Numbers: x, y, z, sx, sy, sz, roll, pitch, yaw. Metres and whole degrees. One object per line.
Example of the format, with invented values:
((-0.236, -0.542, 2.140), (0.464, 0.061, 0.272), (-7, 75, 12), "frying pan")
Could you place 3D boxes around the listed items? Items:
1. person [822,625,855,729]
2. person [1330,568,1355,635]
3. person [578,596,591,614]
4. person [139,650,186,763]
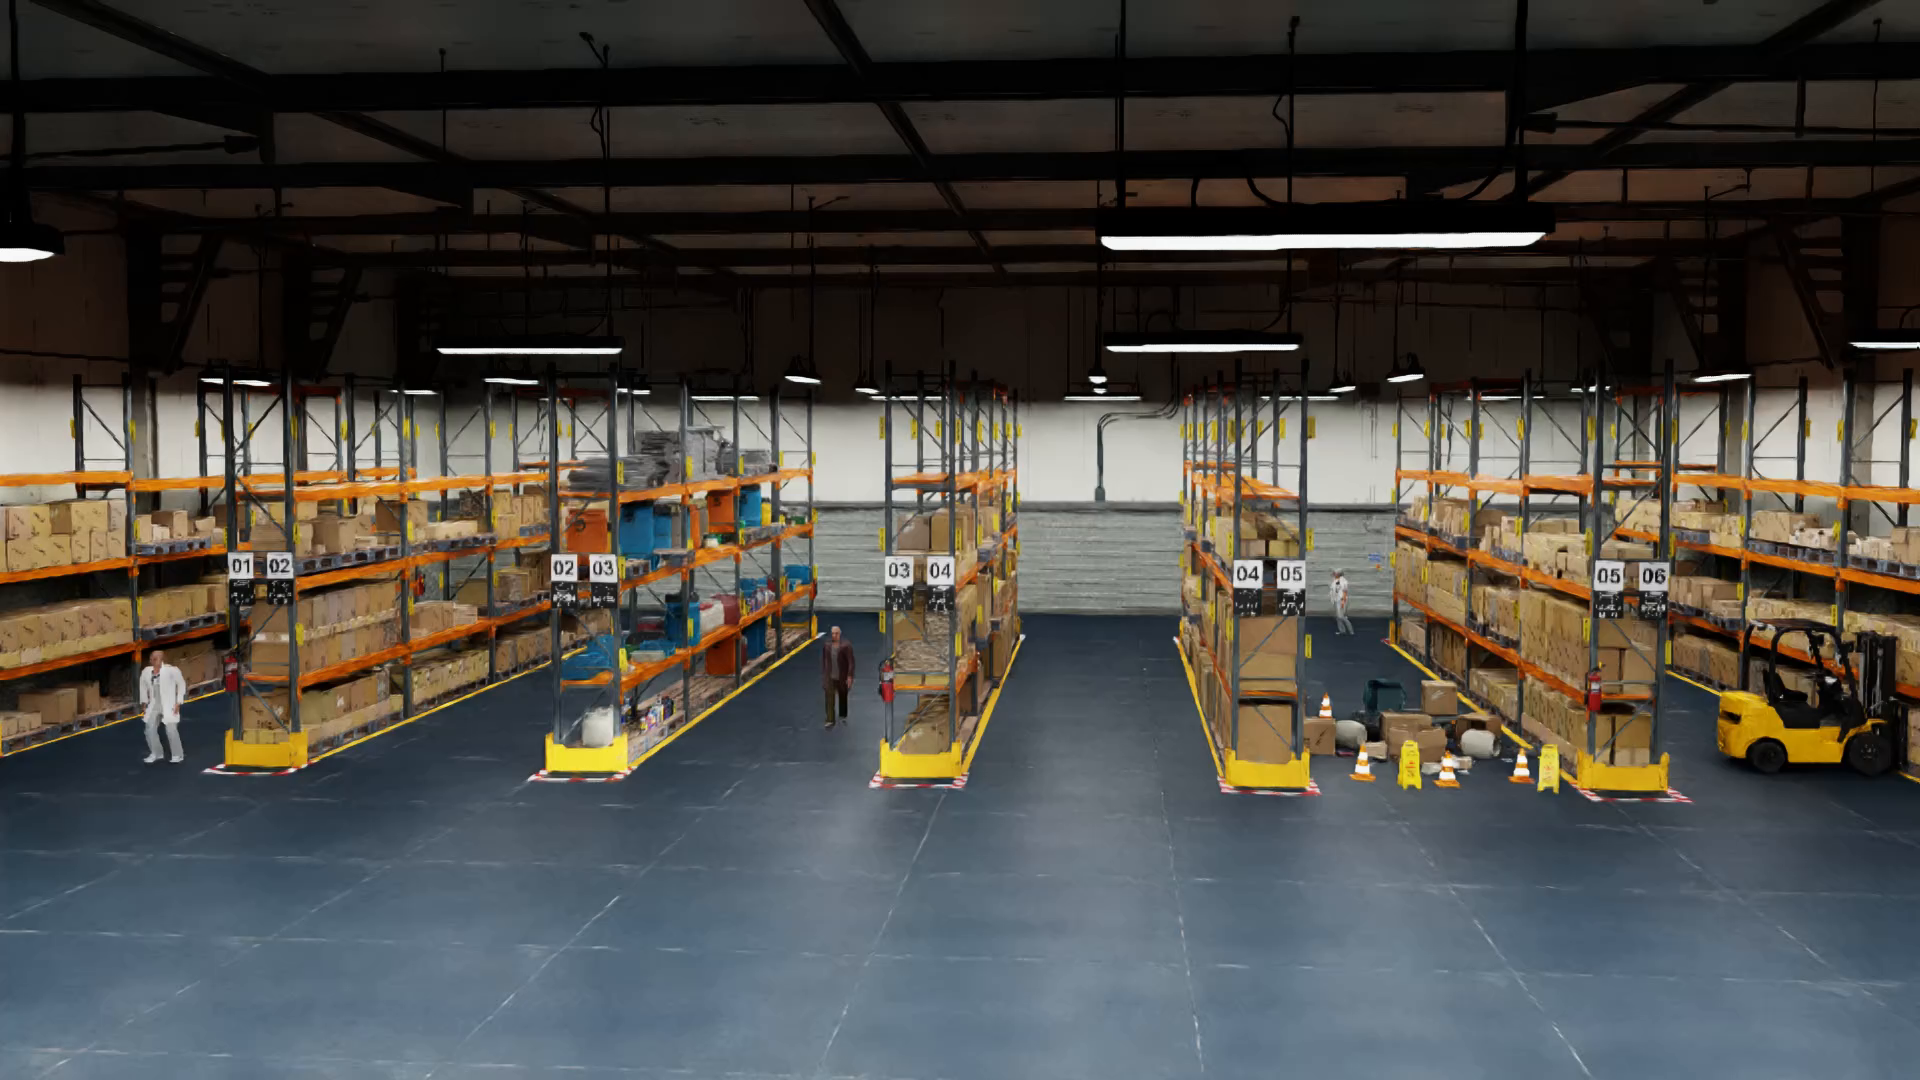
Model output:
((-2.063, 2.294, 28.023), (0.603, 1.724, 1.107), (0, 4, 4), "person")
((9.290, 1.506, 40.478), (0.458, 1.655, 0.652), (-1, 4, -21), "person")
((-9.833, 1.252, 43.699), (0.579, 1.764, 0.566), (-2, 4, -31), "person")
((-11.983, 2.497, 24.999), (0.729, 1.733, 0.546), (0, 4, 4), "person")
